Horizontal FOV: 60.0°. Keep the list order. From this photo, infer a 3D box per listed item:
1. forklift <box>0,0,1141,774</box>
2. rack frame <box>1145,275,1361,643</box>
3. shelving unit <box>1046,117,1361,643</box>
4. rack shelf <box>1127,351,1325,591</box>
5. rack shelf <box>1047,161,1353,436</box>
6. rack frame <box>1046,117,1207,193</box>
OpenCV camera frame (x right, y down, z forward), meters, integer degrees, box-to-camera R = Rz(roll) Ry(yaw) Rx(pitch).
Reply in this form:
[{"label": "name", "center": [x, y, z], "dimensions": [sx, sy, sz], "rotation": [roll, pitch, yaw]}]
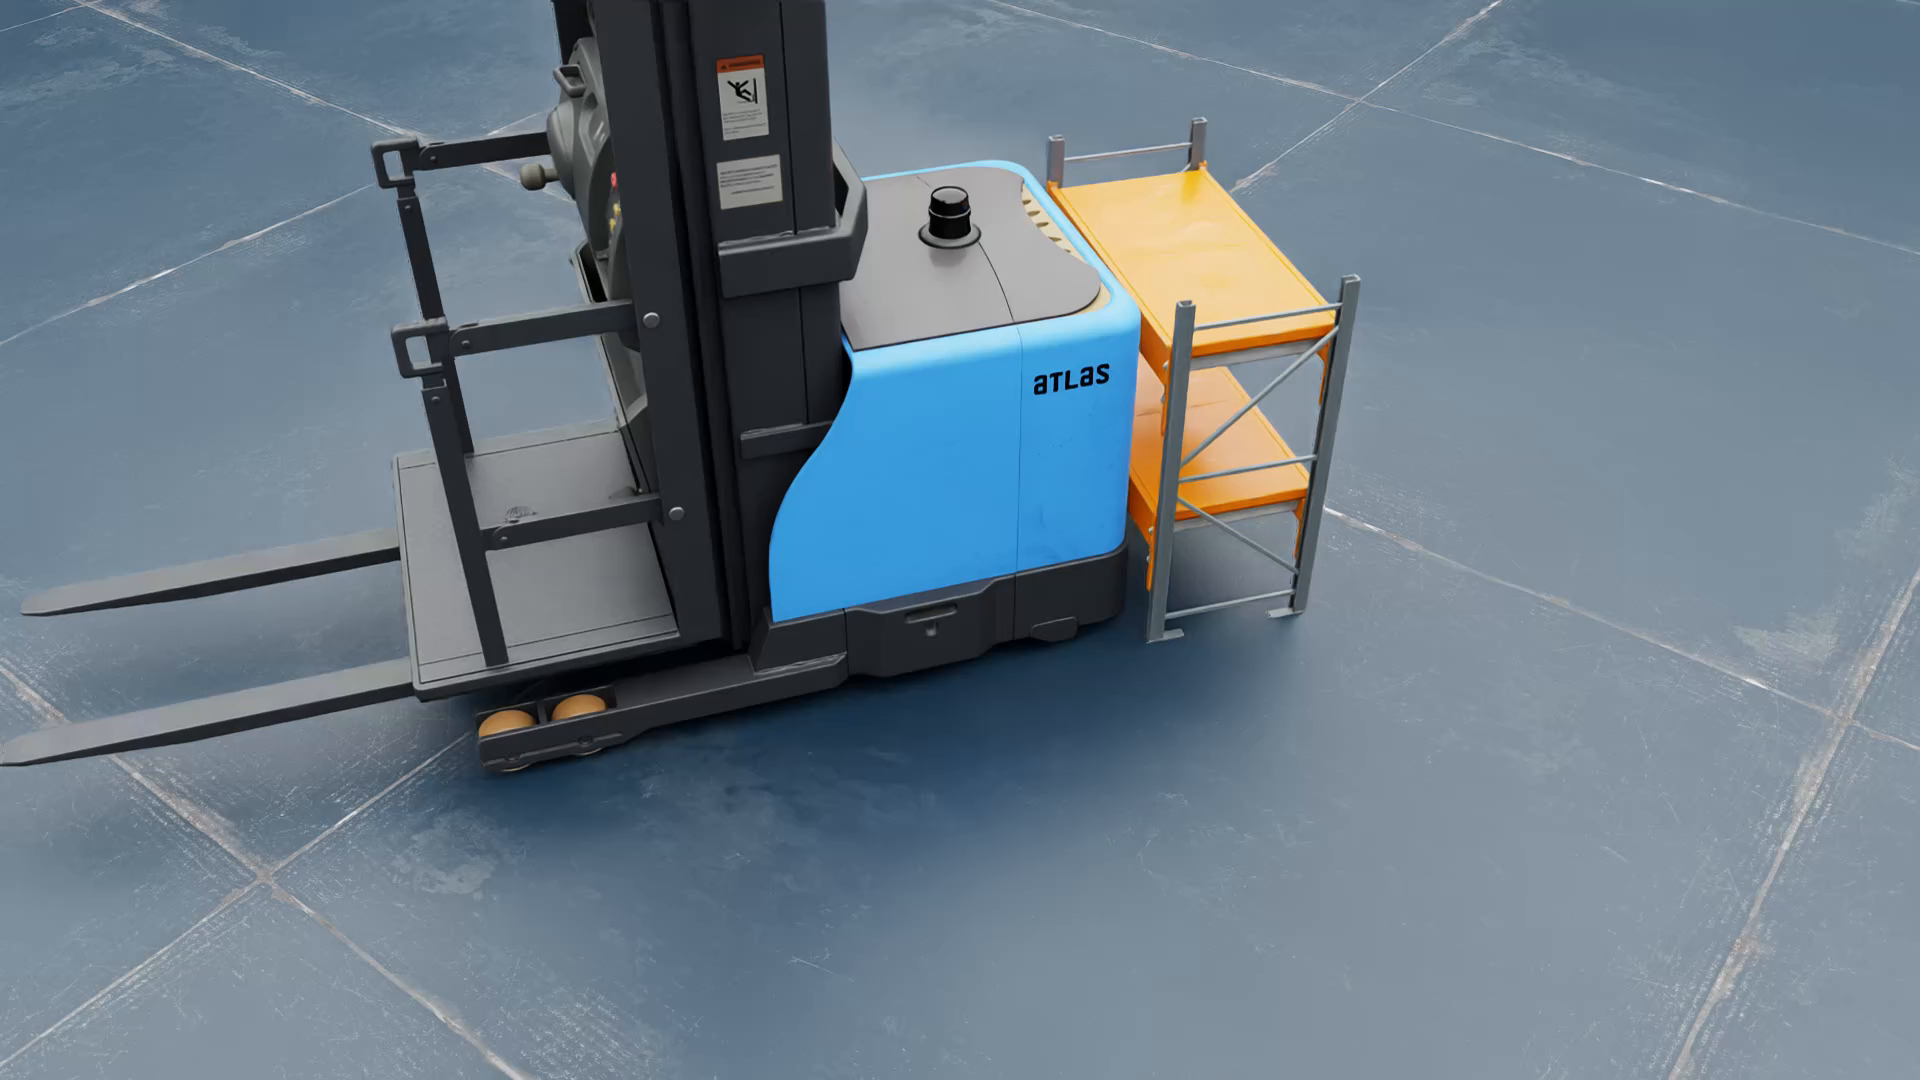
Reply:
[{"label": "forklift", "center": [-1.089, -0.900, 4.022], "dimensions": [3.031, 2.935, 1.130], "rotation": [-11, 39, -14]}, {"label": "rack frame", "center": [0.789, -0.193, 4.584], "dimensions": [0.500, 1.125, 0.032], "rotation": [-10, 39, -13]}, {"label": "shelving unit", "center": [0.649, -0.494, 4.968], "dimensions": [0.538, 1.125, 1.048], "rotation": [-10, 39, -13]}, {"label": "rack shelf", "center": [0.649, -0.301, 5.119], "dimensions": [0.538, 0.278, 1.000], "rotation": [-10, 39, -13]}, {"label": "rack shelf", "center": [0.649, -0.724, 4.788], "dimensions": [0.538, 0.278, 1.000], "rotation": [-10, 39, -13]}, {"label": "rack frame", "center": [0.508, -0.795, 5.353], "dimensions": [0.500, 1.125, 0.032], "rotation": [-10, 39, -13]}]
